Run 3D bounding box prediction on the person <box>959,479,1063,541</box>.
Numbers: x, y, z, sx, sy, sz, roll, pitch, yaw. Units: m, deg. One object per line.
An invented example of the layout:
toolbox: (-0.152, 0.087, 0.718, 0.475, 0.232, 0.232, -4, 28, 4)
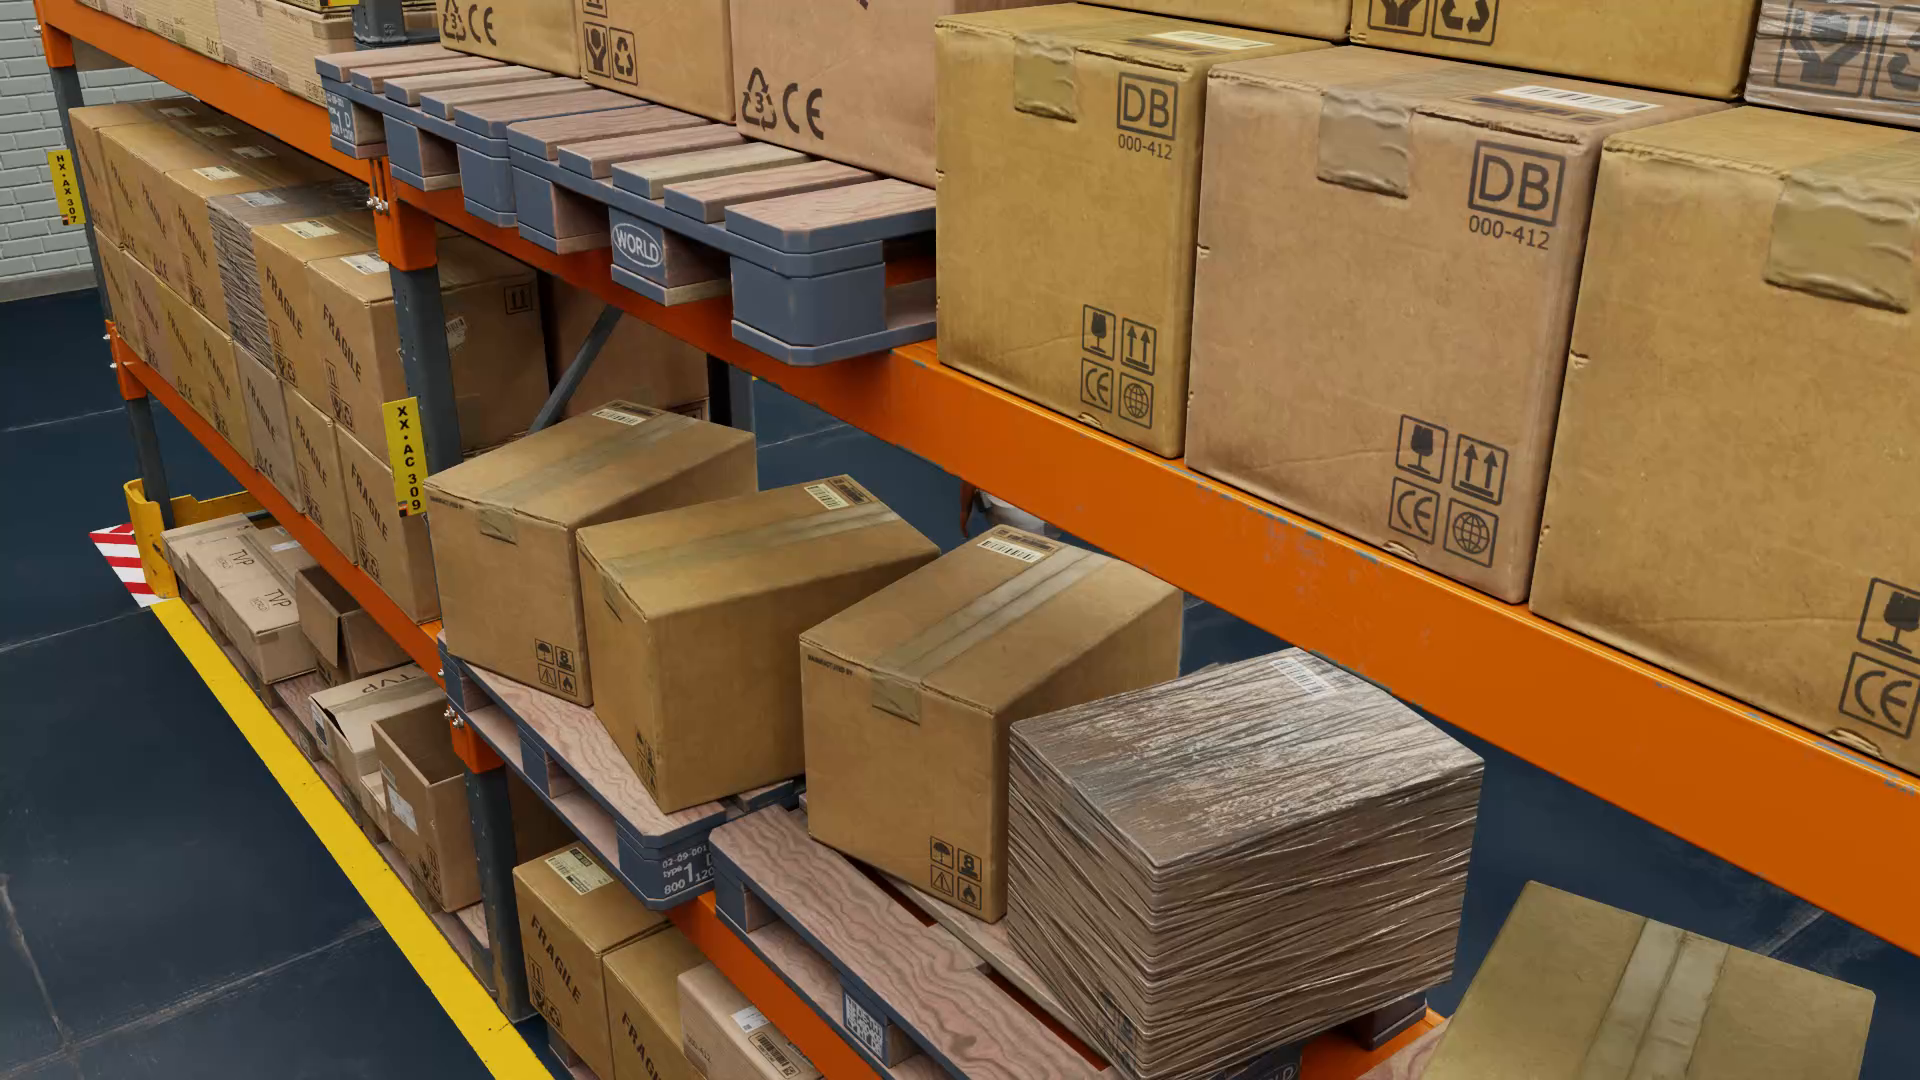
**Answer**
person: (0.226, -0.168, 6.967, 0.505, 1.627, 0.865, -16, 30, -31)
